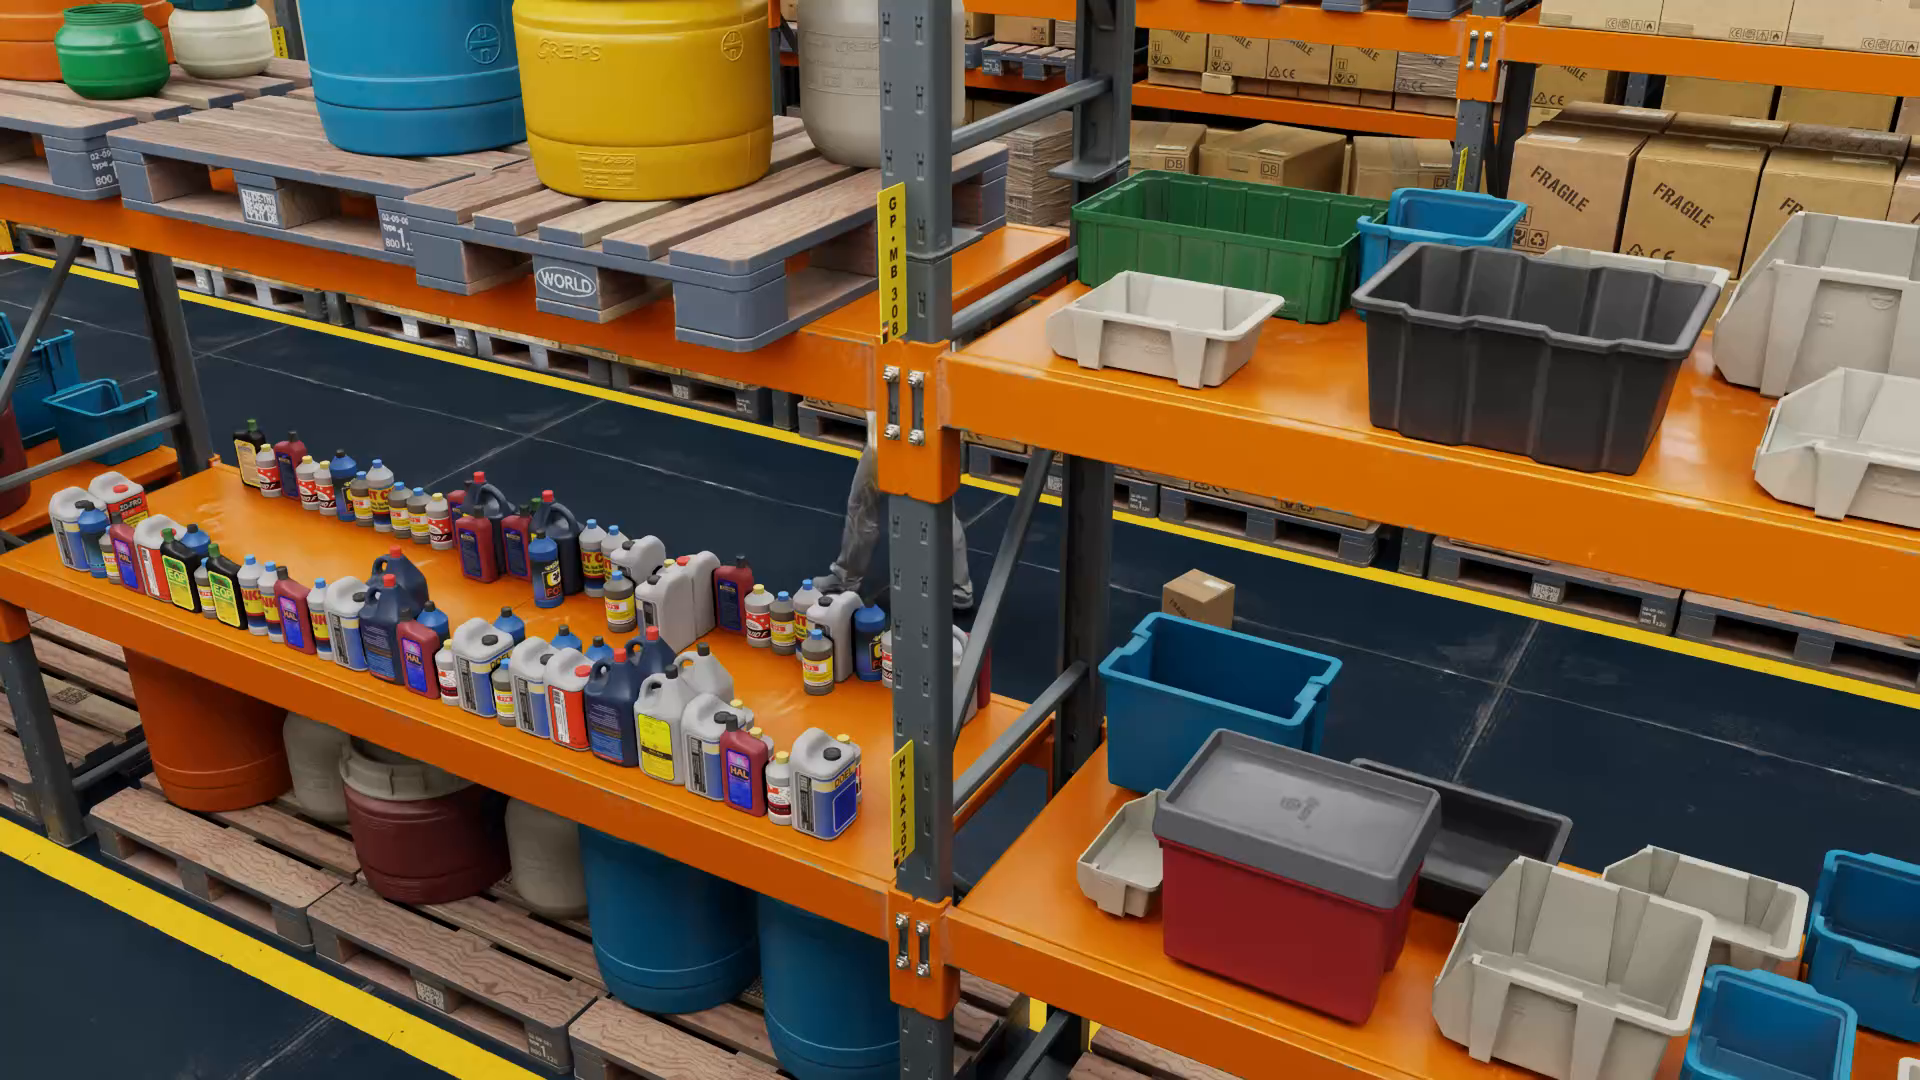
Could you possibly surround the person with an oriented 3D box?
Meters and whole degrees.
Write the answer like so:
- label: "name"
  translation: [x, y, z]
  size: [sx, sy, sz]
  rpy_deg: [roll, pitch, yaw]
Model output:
- label: "person"
  translation: [-0.321, -0.500, 8.079]
  size: [0.880, 1.763, 0.569]
  rpy_deg: [18, 32, 32]
